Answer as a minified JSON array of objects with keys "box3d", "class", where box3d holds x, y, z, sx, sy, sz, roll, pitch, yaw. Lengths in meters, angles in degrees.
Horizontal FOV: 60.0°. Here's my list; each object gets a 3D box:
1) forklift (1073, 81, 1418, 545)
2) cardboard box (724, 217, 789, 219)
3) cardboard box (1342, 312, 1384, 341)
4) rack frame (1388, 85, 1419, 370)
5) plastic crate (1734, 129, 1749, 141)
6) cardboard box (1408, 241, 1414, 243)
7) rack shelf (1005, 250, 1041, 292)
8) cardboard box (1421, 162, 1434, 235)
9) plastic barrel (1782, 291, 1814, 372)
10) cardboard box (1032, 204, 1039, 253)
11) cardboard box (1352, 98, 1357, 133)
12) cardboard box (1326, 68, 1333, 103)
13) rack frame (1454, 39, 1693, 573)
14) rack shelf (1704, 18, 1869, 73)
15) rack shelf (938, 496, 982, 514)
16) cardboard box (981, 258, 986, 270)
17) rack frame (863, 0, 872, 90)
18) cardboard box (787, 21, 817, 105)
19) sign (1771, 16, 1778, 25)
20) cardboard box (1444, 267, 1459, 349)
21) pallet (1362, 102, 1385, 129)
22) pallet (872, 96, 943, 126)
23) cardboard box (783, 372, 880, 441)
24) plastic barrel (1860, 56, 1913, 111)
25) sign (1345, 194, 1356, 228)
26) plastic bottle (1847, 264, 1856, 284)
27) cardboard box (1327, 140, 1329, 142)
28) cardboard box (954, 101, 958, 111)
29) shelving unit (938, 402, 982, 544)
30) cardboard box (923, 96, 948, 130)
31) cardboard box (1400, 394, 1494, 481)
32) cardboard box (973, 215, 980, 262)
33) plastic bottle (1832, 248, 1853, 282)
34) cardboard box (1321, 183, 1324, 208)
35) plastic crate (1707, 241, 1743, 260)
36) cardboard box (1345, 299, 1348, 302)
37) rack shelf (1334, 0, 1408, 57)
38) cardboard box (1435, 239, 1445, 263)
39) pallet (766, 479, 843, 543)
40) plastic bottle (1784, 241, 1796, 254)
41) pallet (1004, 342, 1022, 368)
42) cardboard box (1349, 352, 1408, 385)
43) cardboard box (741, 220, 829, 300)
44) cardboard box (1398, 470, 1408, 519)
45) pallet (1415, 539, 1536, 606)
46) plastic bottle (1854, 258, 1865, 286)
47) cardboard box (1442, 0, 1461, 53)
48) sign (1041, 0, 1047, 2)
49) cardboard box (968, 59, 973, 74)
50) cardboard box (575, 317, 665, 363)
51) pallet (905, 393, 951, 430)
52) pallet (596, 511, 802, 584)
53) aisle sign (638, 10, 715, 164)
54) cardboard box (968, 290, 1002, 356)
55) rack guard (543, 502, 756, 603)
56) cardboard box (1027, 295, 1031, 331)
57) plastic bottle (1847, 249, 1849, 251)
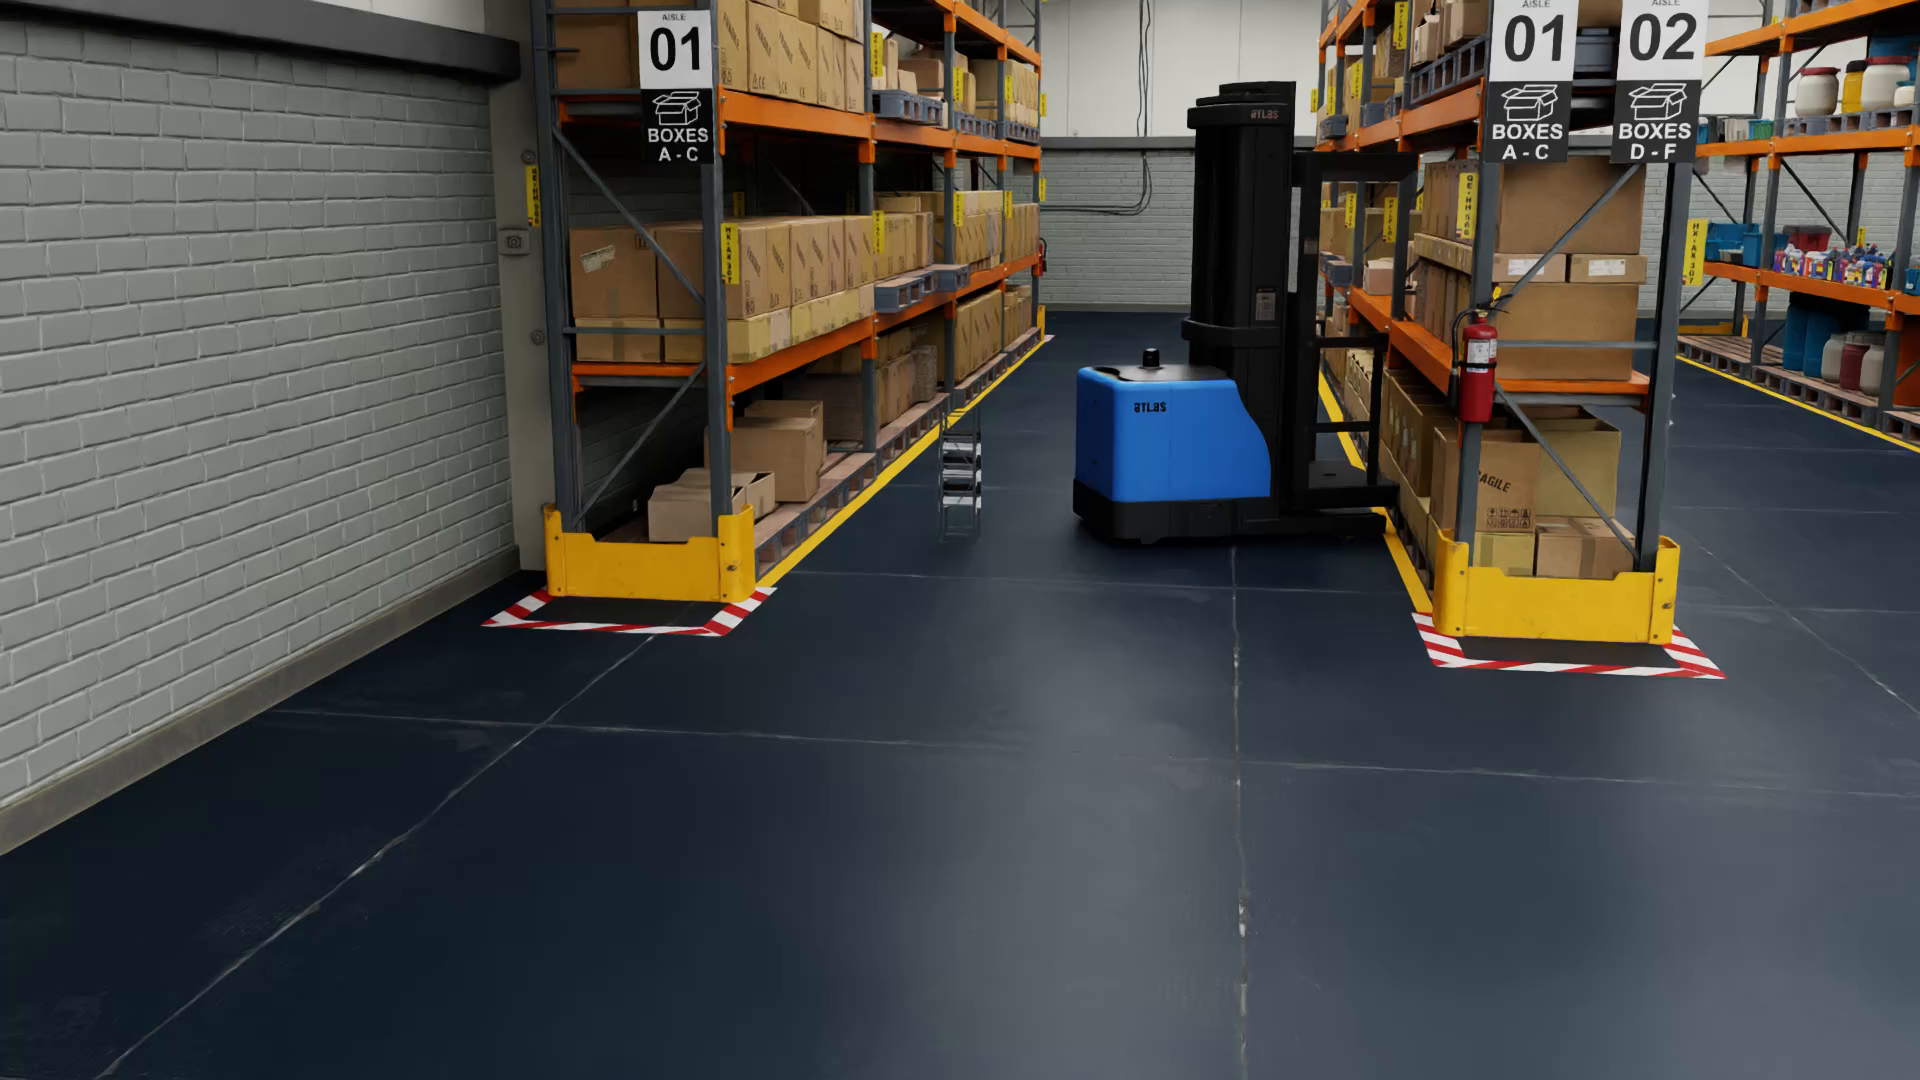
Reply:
[{"box3d":[2.357,-1.537,11.169,3.031,2.935,1.130,-3,12,-12],"class":"forklift"},{"box3d":[-1.536,-2.086,12.083,0.500,0.500,0.500,2,12,8],"class":"cardboard box"},{"box3d":[4.253,-2.229,17.325,0.500,0.250,0.500,2,12,11],"class":"cardboard box"},{"box3d":[3.721,-1.822,12.329,1.000,3.000,0.127,2,12,9],"class":"rack frame"},{"box3d":[9.665,-4.941,20.306,0.293,0.136,0.466,2,12,9],"class":"plastic crate"},{"box3d":[4.094,-2.354,14.559,0.500,0.500,0.500,1,12,6],"class":"cardboard box"},{"box3d":[0.364,-3.712,22.805,1.077,0.370,4.000,2,12,9],"class":"rack shelf"},{"box3d":[3.659,-2.413,11.752,0.700,0.500,0.500,2,12,9],"class":"cardboard box"},{"box3d":[9.745,-2.393,18.962,0.600,0.901,0.708,2,12,9],"class":"plastic barrel"},{"box3d":[0.603,-4.520,24.136,0.980,0.700,0.700,2,12,11],"class":"cardboard box"},{"box3d":[4.448,-4.368,16.786,0.910,0.500,0.500,2,12,9],"class":"cardboard box"},{"box3d":[5.343,-6.116,22.520,0.700,0.500,0.500,2,12,9],"class":"cardboard box"},{"box3d":[3.106,-0.990,8.466,1.000,3.000,0.127,2,12,9],"class":"rack frame"},{"box3d":[10.153,-6.128,20.726,1.077,0.370,4.000,2,12,9],"class":"rack shelf"},{"box3d":[0.001,-0.233,10.951,0.258,0.077,0.200,2,12,9],"class":"rack shelf"},{"box3d":[0.098,-3.243,19.472,0.380,0.149,0.250,2,12,9],"class":"cardboard box"},{"box3d":[-1.174,-4.915,12.438,1.000,3.000,0.127,2,12,9],"class":"rack frame"},{"box3d":[-1.236,-3.067,10.700,0.500,0.500,0.500,3,12,12],"class":"cardboard box"},{"box3d":[11.006,-6.920,22.507,0.100,0.325,0.005,2,12,9],"class":"sign"},{"box3d":[3.426,-1.458,10.400,0.700,0.500,0.500,2,12,10],"class":"cardboard box"},{"box3d":[4.320,-3.885,15.228,1.213,0.211,1.003,2,12,11],"class":"pallet"},{"box3d":[-0.818,-3.698,14.357,1.213,0.211,1.003,2,12,9],"class":"pallet"},{"box3d":[-1.078,-1.129,14.001,0.700,0.500,0.500,2,12,11],"class":"cardboard box"},{"box3d":[9.354,-4.606,16.805,0.433,0.535,0.433,0,12,0],"class":"plastic barrel"},{"box3d":[3.799,-3.198,16.152,0.100,0.325,0.005,2,12,9],"class":"sign"},{"box3d":[9.032,-2.688,16.816,0.097,0.201,0.097,0,12,0],"class":"plastic bottle"},{"box3d":[4.851,-5.094,20.748,0.500,0.250,0.500,2,12,9],"class":"cardboard box"},{"box3d":[-0.414,-4.875,18.090,0.700,0.500,0.500,3,12,12],"class":"cardboard box"},{"box3d":[0.001,-0.442,10.906,0.258,0.900,0.210,2,12,9],"class":"shelving unit"},{"box3d":[-0.403,-4.089,15.889,0.500,0.311,0.500,2,12,9],"class":"cardboard box"},{"box3d":[3.112,-0.651,10.646,0.500,0.500,0.500,2,12,9],"class":"cardboard box"},{"box3d":[-0.064,-3.324,18.305,0.500,0.500,0.500,2,12,8],"class":"cardboard box"},{"box3d":[9.112,-2.837,17.156,0.144,0.351,0.185,2,12,9],"class":"plastic bottle"},{"box3d":[4.927,-4.351,21.450,0.500,0.500,0.500,2,12,9],"class":"cardboard box"},{"box3d":[9.849,-3.729,21.433,0.416,0.233,0.300,2,12,9],"class":"plastic crate"},{"box3d":[5.726,-3.192,23.575,0.500,0.500,0.500,2,12,9],"class":"cardboard box"},{"box3d":[4.644,-5.457,17.611,1.077,0.370,4.000,2,12,9],"class":"rack shelf"},{"box3d":[3.294,-1.870,10.775,0.380,0.149,0.250,2,12,7],"class":"cardboard box"},{"box3d":[-1.428,-0.223,11.528,1.003,0.211,1.213,2,12,9],"class":"pallet"},{"box3d":[9.465,-3.231,18.983,0.144,0.351,0.185,2,12,9],"class":"plastic bottle"},{"box3d":[0.250,-2.440,21.814,1.003,0.211,1.213,2,12,9],"class":"pallet"},{"box3d":[3.893,-1.581,15.409,0.500,0.311,0.500,2,12,7],"class":"cardboard box"},{"box3d":[-1.180,-1.860,11.032,0.500,0.500,0.500,2,12,10],"class":"cardboard box"},{"box3d":[3.115,-0.285,10.724,0.500,0.250,0.500,2,12,9],"class":"cardboard box"},{"box3d":[3.182,0.213,9.504,1.003,0.211,1.213,2,12,9],"class":"pallet"},{"box3d":[9.002,-2.681,16.621,0.097,0.271,0.097,0,12,0],"class":"plastic bottle"},{"box3d":[3.108,-3.050,9.789,0.500,0.311,0.500,3,13,15],"class":"cardboard box"},{"box3d":[1.205,-7.888,23.827,0.100,0.325,0.005,2,12,9],"class":"sign"},{"box3d":[-0.067,-5.814,21.074,0.500,0.500,0.500,2,12,8],"class":"cardboard box"},{"box3d":[-1.909,-1.189,9.701,0.500,0.250,0.500,2,12,9],"class":"cardboard box"},{"box3d":[-0.681,-1.289,16.473,1.003,0.211,1.213,2,12,9],"class":"pallet"},{"box3d":[-1.618,0.030,10.353,1.003,0.211,1.213,2,12,9],"class":"pallet"},{"box3d":[-1.504,-2.396,8.818,0.394,0.787,0.004,2,12,9],"class":"aisle sign"},{"box3d":[0.085,-2.662,20.333,0.750,0.750,0.750,2,12,9],"class":"cardboard box"},{"box3d":[-1.778,0.057,9.543,1.175,0.500,0.348,2,12,9],"class":"rack guard"},{"box3d":[0.662,-3.314,24.189,0.700,0.500,0.500,2,12,9],"class":"cardboard box"},{"box3d":[10.104,-3.173,18.892,0.152,0.276,0.135,2,12,9],"class":"plastic bottle"}]
